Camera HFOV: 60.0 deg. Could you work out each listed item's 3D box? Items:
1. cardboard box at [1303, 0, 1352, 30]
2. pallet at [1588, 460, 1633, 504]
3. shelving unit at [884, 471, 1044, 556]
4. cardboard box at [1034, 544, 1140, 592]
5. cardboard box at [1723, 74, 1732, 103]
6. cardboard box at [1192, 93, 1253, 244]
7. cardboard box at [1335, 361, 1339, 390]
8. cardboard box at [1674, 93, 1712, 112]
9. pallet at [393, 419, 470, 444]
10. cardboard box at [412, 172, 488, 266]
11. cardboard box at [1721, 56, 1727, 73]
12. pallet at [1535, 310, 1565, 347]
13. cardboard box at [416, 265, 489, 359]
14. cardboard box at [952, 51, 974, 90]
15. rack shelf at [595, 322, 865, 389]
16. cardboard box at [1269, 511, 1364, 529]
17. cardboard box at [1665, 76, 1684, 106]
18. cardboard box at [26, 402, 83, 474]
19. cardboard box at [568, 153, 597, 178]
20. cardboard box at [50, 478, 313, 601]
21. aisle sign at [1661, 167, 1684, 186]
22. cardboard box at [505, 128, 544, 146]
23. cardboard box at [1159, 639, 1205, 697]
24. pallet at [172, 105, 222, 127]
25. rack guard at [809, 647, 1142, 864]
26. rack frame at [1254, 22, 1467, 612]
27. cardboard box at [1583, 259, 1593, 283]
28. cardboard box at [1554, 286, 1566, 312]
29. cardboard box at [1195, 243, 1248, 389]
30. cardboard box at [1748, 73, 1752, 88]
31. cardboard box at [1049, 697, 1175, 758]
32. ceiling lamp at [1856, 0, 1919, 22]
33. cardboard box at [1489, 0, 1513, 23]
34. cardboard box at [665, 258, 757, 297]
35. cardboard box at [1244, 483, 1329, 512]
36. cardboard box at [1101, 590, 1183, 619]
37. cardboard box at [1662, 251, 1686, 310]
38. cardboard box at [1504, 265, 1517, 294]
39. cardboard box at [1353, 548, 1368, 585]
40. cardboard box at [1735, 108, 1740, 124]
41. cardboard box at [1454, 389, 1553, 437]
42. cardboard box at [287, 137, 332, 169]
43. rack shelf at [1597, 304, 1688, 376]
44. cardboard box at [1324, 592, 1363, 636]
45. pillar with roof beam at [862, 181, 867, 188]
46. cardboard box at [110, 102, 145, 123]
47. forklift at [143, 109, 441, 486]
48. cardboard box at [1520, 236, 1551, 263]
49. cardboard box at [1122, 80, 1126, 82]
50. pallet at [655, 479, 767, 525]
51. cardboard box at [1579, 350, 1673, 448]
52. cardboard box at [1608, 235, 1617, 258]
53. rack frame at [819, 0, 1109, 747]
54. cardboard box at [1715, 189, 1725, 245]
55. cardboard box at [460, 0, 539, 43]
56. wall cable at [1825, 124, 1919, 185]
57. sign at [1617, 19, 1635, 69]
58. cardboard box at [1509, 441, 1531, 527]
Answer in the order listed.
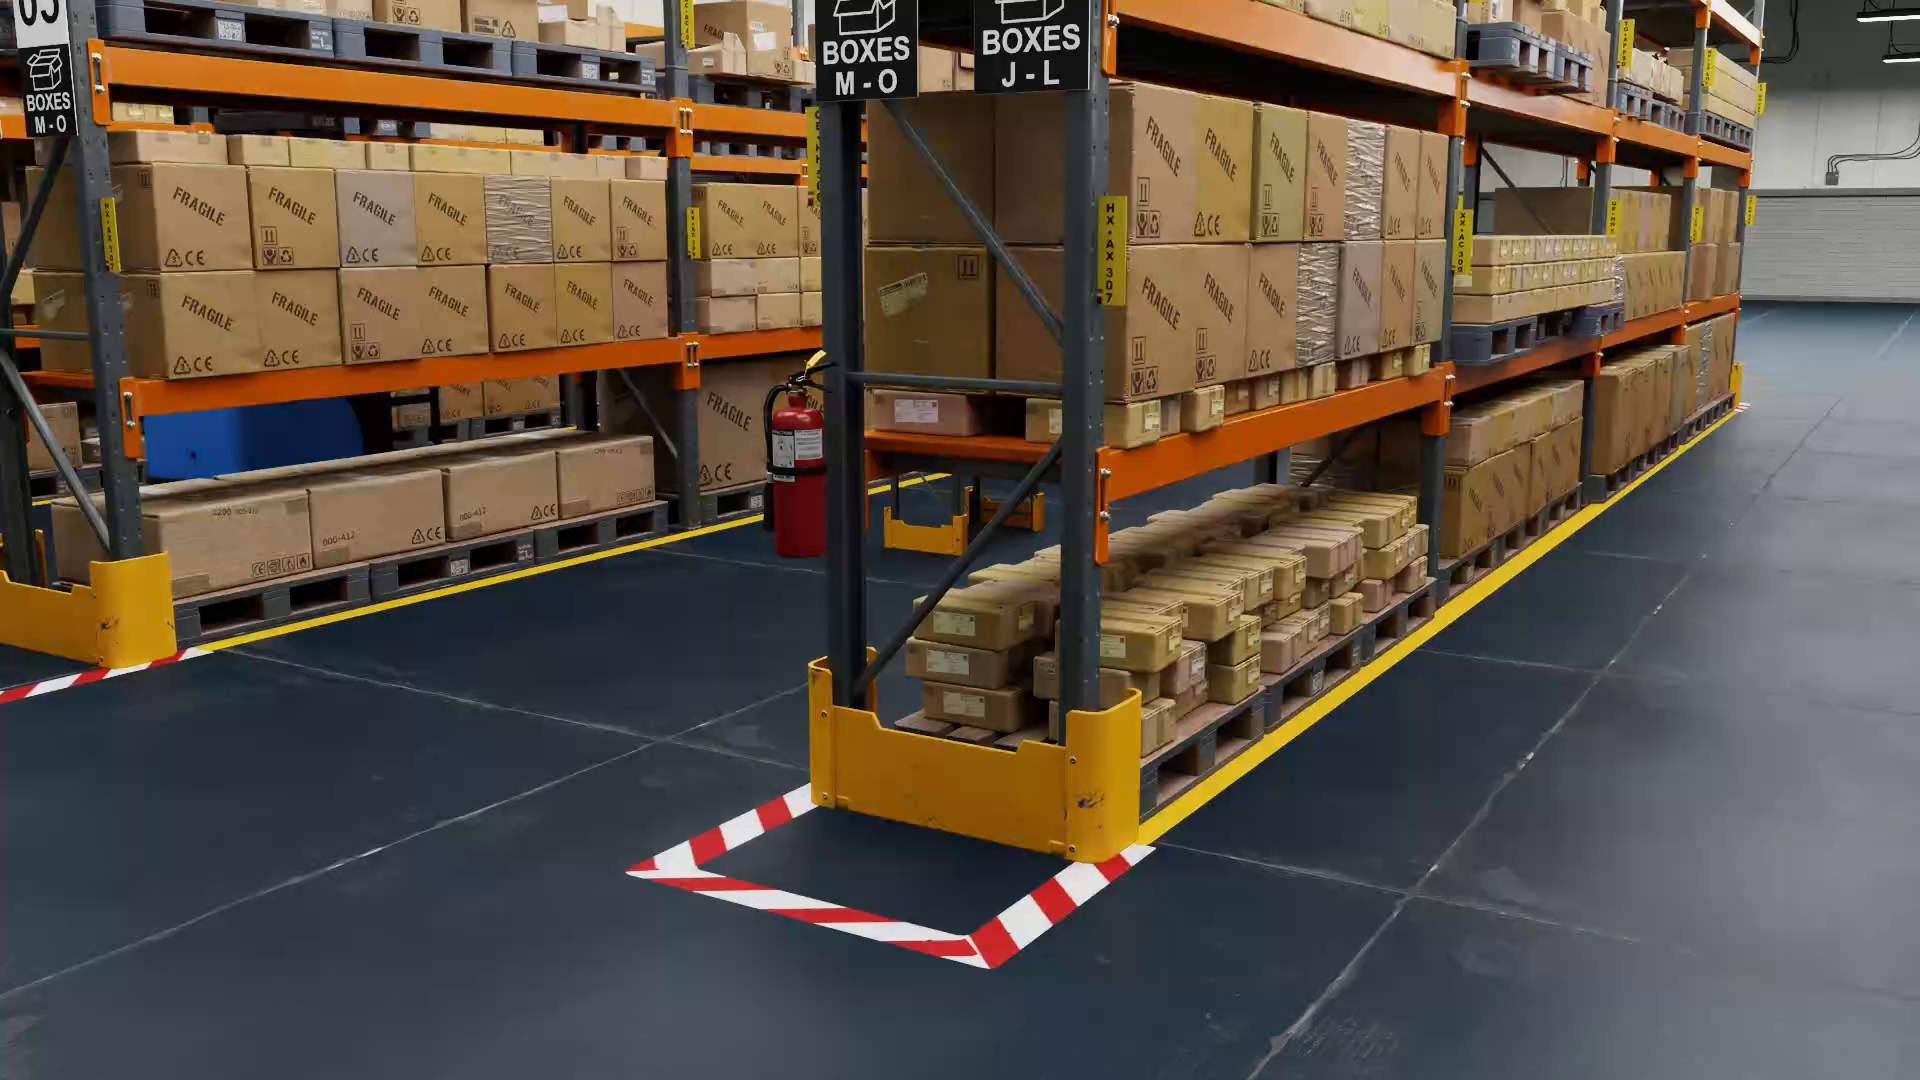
[{"bbox_3d":[1.256,-2.195,6.696,0.500,0.250,0.500,6,12,30],"label":"cardboard box"},{"bbox_3d":[4.621,-0.507,13.005,1.003,0.211,1.213,6,12,31],"label":"pallet"},{"bbox_3d":[0.040,-0.749,10.795,0.587,1.500,1.083,6,12,31],"label":"shelving unit"},{"bbox_3d":[0.538,0.123,7.051,0.380,0.149,0.250,7,13,33],"label":"cardboard box"},{"bbox_3d":[7.239,-4.402,16.264,0.500,0.250,0.500,6,12,30],"label":"cardboard box"},{"bbox_3d":[0.710,-1.315,5.944,0.500,0.500,0.500,7,13,32],"label":"cardboard box"},{"bbox_3d":[1.444,-0.735,7.328,0.380,0.149,0.250,6,12,30],"label":"cardboard box"},{"bbox_3d":[6.704,-4.022,15.316,0.380,0.149,0.250,6,12,30],"label":"cardboard box"},{"bbox_3d":[-5.434,-1.016,15.724,1.003,0.211,1.213,6,12,31],"label":"pallet"},{"bbox_3d":[-3.015,-1.791,9.296,0.500,0.500,0.500,6,12,31],"label":"cardboard box"},{"bbox_3d":[7.098,-4.533,15.884,0.380,0.149,0.250,6,12,30],"label":"cardboard box"},{"bbox_3d":[3.155,-1.352,10.458,1.003,0.211,1.213,6,12,31],"label":"pallet"},{"bbox_3d":[-3.030,-1.298,9.379,0.500,0.500,0.500,7,13,33],"label":"cardboard box"},{"bbox_3d":[-0.203,-3.876,13.848,0.797,0.503,0.637,6,12,27],"label":"cardboard box"},{"bbox_3d":[-1.174,-1.550,12.952,1.077,0.370,4.000,6,12,31],"label":"rack shelf"},{"bbox_3d":[1.685,-0.032,7.876,0.380,0.149,0.250,7,13,33],"label":"cardboard box"},{"bbox_3d":[5.994,-3.920,14.500,0.500,0.250,0.500,7,12,31],"label":"cardboard box"},{"bbox_3d":[-7.119,-0.793,12.602,0.700,0.500,0.500,6,12,29],"label":"cardboard box"},{"bbox_3d":[-2.468,-2.300,10.253,0.380,0.149,0.250,6,12,31],"label":"cardboard box"},{"bbox_3d":[-4.032,-0.020,8.648,0.875,0.438,0.875,6,12,29],"label":"cardboard box"},{"bbox_3d":[8.081,-4.337,18.819,0.394,0.787,0.004,6,12,31],"label":"aisle sign"},{"bbox_3d":[-4.439,-3.989,16.279,0.500,0.250,0.500,6,12,29],"label":"cardboard box"},{"bbox_3d":[0.676,0.450,6.111,0.380,0.149,0.250,6,12,30],"label":"cardboard box"},{"bbox_3d":[-6.058,-3.541,13.989,1.213,0.211,1.003,6,12,31],"label":"pallet"},{"bbox_3d":[0.033,0.714,5.698,1.175,0.500,0.348,6,12,31],"label":"rack guard"},{"bbox_3d":[2.071,-1.132,8.764,1.000,3.000,0.127,6,12,31],"label":"rack frame"},{"bbox_3d":[3.878,-1.746,10.777,0.380,0.149,0.250,6,12,31],"label":"cardboard box"},{"bbox_3d":[3.475,-1.478,10.155,0.380,0.149,0.250,6,12,28],"label":"cardboard box"},{"bbox_3d":[0.719,-0.829,6.066,0.500,0.500,0.500,6,12,31],"label":"cardboard box"},{"bbox_3d":[8.152,-4.853,17.591,0.380,0.149,0.250,7,12,32],"label":"cardboard box"},{"bbox_3d":[0.540,0.640,5.905,0.380,0.149,0.250,7,13,32],"label":"cardboard box"},{"bbox_3d":[17.856,-11.262,30.710,2.000,3.185,0.800,6,12,31],"label":"ceiling lamp"},{"bbox_3d":[2.707,-2.887,9.090,0.500,0.311,0.500,6,12,30],"label":"cardboard box"},{"bbox_3d":[-1.743,-1.803,11.399,0.500,0.250,0.500,6,12,29],"label":"cardboard box"},{"bbox_3d":[1.715,-0.195,8.750,0.380,0.149,0.250,7,13,33],"label":"cardboard box"},{"bbox_3d":[0.597,0.295,6.133,0.380,0.149,0.250,7,12,32],"label":"cardboard box"},{"bbox_3d":[6.182,-2.332,14.901,0.500,0.500,0.500,6,12,30],"label":"cardboard box"},{"bbox_3d":[2.801,-1.420,9.036,0.380,0.149,0.250,6,12,30],"label":"cardboard box"},{"bbox_3d":[1.711,0.114,7.906,0.380,0.149,0.250,7,12,31],"label":"cardboard box"},{"bbox_3d":[7.758,-4.341,17.025,0.380,0.149,0.250,6,12,31],"label":"cardboard box"},{"bbox_3d":[3.486,-0.816,10.690,0.500,0.250,0.500,7,13,32],"label":"cardboard box"},{"bbox_3d":[-3.439,-1.970,8.488,0.380,0.149,0.250,6,12,29],"label":"cardboard box"},{"bbox_3d":[5.186,-1.722,13.871,1.077,0.370,4.000,6,12,31],"label":"rack shelf"},{"bbox_3d":[1.621,0.320,7.615,0.380,0.149,0.250,6,12,31],"label":"cardboard box"},{"bbox_3d":[2.321,-6.464,20.942,9.100,9.000,0.400,6,12,31],"label":"pillar with roof beam"},{"bbox_3d":[-6.521,-3.291,12.826,0.380,0.149,0.250,6,12,31],"label":"cardboard box"},{"bbox_3d":[-4.524,-1.780,12.412,1.130,2.935,3.031,6,12,28],"label":"forklift"},{"bbox_3d":[3.207,-1.689,9.666,0.380,0.149,0.250,6,12,30],"label":"cardboard box"},{"bbox_3d":[1.749,-4.597,17.027,0.500,0.250,0.500,7,13,32],"label":"cardboard box"},{"bbox_3d":[-1.876,-0.347,12.149,1.003,0.211,1.213,6,12,31],"label":"pallet"},{"bbox_3d":[5.475,-1.233,14.278,1.050,0.750,0.750,6,12,31],"label":"cardboard box"},{"bbox_3d":[4.285,-2.016,11.409,0.380,0.149,0.250,6,12,28],"label":"cardboard box"},{"bbox_3d":[-0.006,-0.503,5.404,1.000,3.000,0.127,6,12,31],"label":"rack frame"},{"bbox_3d":[7.297,-3.303,17.018,0.875,0.550,0.500,6,12,31],"label":"cardboard box"},{"bbox_3d":[-2.885,-3.155,9.723,0.797,0.503,0.637,8,13,35],"label":"cardboard box"},{"bbox_3d":[24.982,-12.693,44.971,2.305,6.003,0.169,6,12,31],"label":"wall cable"},{"bbox_3d":[4.610,-3.438,11.522,0.100,0.325,0.005,6,12,31],"label":"sign"},{"bbox_3d":[3.215,-0.368,10.333,0.500,0.500,0.500,7,12,32],"label":"cardboard box"}]
